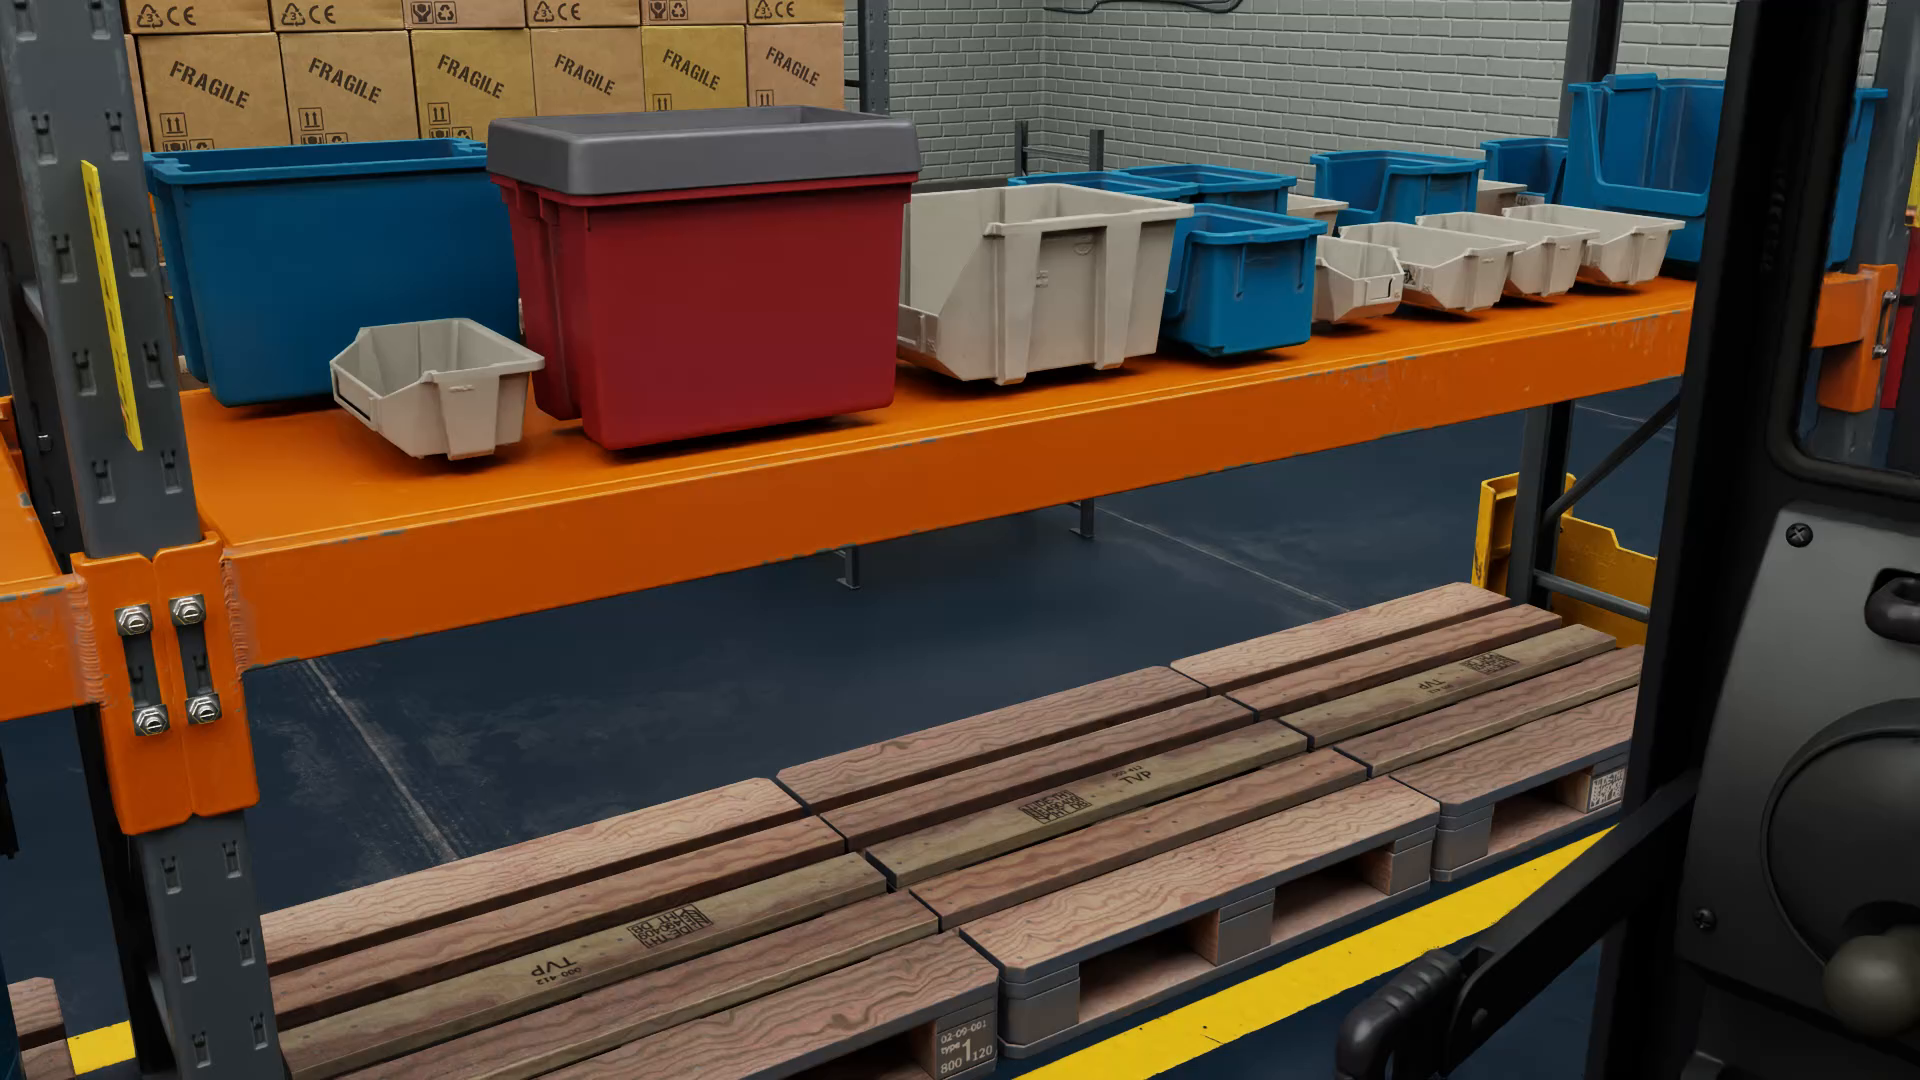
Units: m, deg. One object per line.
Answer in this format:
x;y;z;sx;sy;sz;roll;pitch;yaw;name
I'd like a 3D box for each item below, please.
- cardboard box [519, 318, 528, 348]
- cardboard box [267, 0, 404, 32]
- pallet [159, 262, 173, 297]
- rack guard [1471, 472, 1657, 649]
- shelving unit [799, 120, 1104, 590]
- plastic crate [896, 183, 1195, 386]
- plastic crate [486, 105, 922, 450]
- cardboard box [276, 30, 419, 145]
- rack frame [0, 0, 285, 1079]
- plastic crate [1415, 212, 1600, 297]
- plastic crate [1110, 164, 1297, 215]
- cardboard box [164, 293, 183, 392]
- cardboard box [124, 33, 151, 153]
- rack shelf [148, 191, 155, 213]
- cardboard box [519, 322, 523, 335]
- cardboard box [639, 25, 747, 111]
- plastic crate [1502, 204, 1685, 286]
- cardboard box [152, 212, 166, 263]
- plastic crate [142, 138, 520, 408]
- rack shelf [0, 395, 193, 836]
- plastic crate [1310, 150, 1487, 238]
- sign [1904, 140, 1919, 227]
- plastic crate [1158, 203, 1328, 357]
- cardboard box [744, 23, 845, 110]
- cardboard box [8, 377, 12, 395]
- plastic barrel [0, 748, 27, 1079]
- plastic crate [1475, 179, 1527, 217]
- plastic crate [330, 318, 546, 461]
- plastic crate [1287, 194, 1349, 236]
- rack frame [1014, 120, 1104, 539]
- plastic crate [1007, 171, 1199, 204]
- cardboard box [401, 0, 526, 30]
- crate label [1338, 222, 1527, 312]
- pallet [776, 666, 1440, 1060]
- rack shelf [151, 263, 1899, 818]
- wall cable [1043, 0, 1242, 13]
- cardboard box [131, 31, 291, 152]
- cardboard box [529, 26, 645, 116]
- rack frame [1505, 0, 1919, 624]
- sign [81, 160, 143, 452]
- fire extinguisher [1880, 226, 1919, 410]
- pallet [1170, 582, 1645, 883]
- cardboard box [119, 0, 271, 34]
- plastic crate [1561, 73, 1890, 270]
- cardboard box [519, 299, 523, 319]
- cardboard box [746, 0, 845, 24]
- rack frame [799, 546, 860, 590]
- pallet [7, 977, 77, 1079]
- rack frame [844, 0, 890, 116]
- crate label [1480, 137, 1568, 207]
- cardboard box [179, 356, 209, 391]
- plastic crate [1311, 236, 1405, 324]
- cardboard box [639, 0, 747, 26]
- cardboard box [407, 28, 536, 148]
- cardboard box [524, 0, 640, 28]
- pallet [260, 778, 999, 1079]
-1.792;-0.901;7.832;0.500;0.250;0.500;-12;22;-31;cardboard box
-2.596;-2.322;6.711;0.500;0.500;0.500;-13;22;-33;cardboard box
-5.034;-1.944;11.666;1.213;0.211;1.003;-12;22;-31;pallet
2.070;0.186;4.914;0.348;0.500;1.175;-12;22;-31;rack guard
-0.071;-0.695;5.960;1.048;1.500;0.538;-12;22;-31;shelving unit
0.093;-0.478;3.066;0.530;0.282;0.437;-12;22;-31;plastic crate
-0.400;-0.435;2.654;0.583;0.464;0.402;-12;22;-31;plastic crate
-2.584;-1.854;6.890;0.500;0.500;0.500;-12;22;-32;cardboard box
-1.283;-0.286;2.407;0.127;3.000;1.000;-12;22;-31;rack frame
1.226;-0.655;3.816;0.243;0.136;0.396;-12;22;-31;plastic crate
0.571;-0.752;3.954;0.300;0.233;0.416;-12;22;-31;plastic crate
-3.685;-0.812;7.179;0.500;0.500;0.500;-12;22;-31;cardboard box
-3.429;-1.676;6.362;0.500;0.500;0.500;-11;22;-30;cardboard box
-2.334;-1.623;7.485;4.000;0.370;1.077;-12;22;-31;rack shelf
-2.438;-0.970;7.640;0.637;0.503;0.797;-12;22;-31;cardboard box
-1.319;-2.119;7.674;0.500;0.500;0.500;-12;22;-31;cardboard box
1.476;-0.702;3.955;0.243;0.136;0.396;-12;22;-31;plastic crate
-5.630;-2.143;11.146;0.500;0.500;0.700;-12;22;-32;cardboard box
-1.081;-0.480;2.913;0.575;0.384;0.392;-12;22;-31;plastic crate
-2.954;0.407;1.480;4.000;0.370;1.077;-12;22;-31;rack shelf
1.120;-0.868;4.297;0.300;0.233;0.416;-12;22;-31;plastic crate
2.374;-0.923;4.038;0.005;0.325;0.100;-12;22;-31;sign
0.483;-0.509;3.235;0.300;0.233;0.416;-12;22;-31;plastic crate
-0.888;-2.212;7.947;0.500;0.500;0.500;-11;22;-30;cardboard box
-3.535;-0.562;6.736;0.500;0.311;0.500;-12;22;-31;cardboard box
-1.747;0.600;2.406;0.708;0.901;0.600;-12;22;-31;plastic barrel
1.357;-0.904;4.554;0.298;0.136;0.250;-12;22;-31;plastic crate
-0.816;-0.233;2.569;0.243;0.136;0.396;-12;22;-31;plastic crate
0.790;-0.785;4.200;0.298;0.136;0.250;-12;22;-31;plastic crate
0.353;-0.785;6.225;0.032;1.500;0.500;-12;22;-31;rack frame
0.320;-0.699;3.798;0.300;0.233;0.416;-12;22;-31;plastic crate
-2.165;-2.413;6.981;0.500;0.500;0.500;-11;22;-30;cardboard box
1.007;-0.599;3.651;0.243;0.136;0.396;-12;22;-31;crate label
0.329;0.679;3.907;1.213;0.211;1.003;-12;22;-31;pallet
0.387;-0.297;3.564;4.000;0.370;1.077;-12;22;-31;rack shelf
1.529;-5.912;14.530;0.112;2.526;3.097;-12;22;-31;wall cable
-3.003;-1.767;6.631;0.500;0.500;0.500;-11;22;-30;cardboard box
-1.739;-2.033;7.419;0.500;0.500;0.500;-12;22;-31;cardboard box
2.057;-0.990;4.491;0.127;3.000;1.000;-12;22;-31;rack frame
-0.982;-0.270;1.926;0.005;0.325;0.100;-12;22;-31;sign
2.433;-0.682;4.282;0.183;0.674;0.296;-12;22;-31;fire extinguisher
1.347;0.465;4.539;1.213;0.211;1.003;-12;22;-31;pallet
-3.025;-2.231;6.444;0.500;0.500;0.500;-13;22;-33;cardboard box
1.881;-0.927;4.153;0.499;0.435;0.616;-12;22;-31;plastic crate
-2.109;-1.026;8.202;0.500;0.250;0.500;-12;22;-31;cardboard box
-0.884;-2.685;7.786;0.500;0.500;0.500;-12;22;-32;cardboard box
-0.496;-0.606;5.695;0.032;1.500;0.500;-12;22;-31;rack frame
-1.951;1.160;2.484;1.213;0.211;1.003;-12;22;-31;pallet
-0.664;-2.316;8.412;0.127;3.000;1.000;-12;22;-31;rack frame
1.670;-0.984;4.640;0.303;0.233;0.416;-12;22;-31;crate label
-3.404;-0.728;7.478;0.250;0.149;0.380;-12;22;-31;cardboard box
0.770;-0.542;3.483;0.250;0.136;0.298;-12;22;-31;plastic crate
-1.306;-2.596;7.522;0.500;0.500;0.500;-11;22;-30;cardboard box
-2.160;-1.944;7.156;0.500;0.500;0.500;-12;22;-32;cardboard box
-1.736;-2.503;7.249;0.500;0.500;0.500;-11;22;-30;cardboard box
-0.690;0.895;3.267;1.213;0.211;1.003;-12;22;-31;pallet
